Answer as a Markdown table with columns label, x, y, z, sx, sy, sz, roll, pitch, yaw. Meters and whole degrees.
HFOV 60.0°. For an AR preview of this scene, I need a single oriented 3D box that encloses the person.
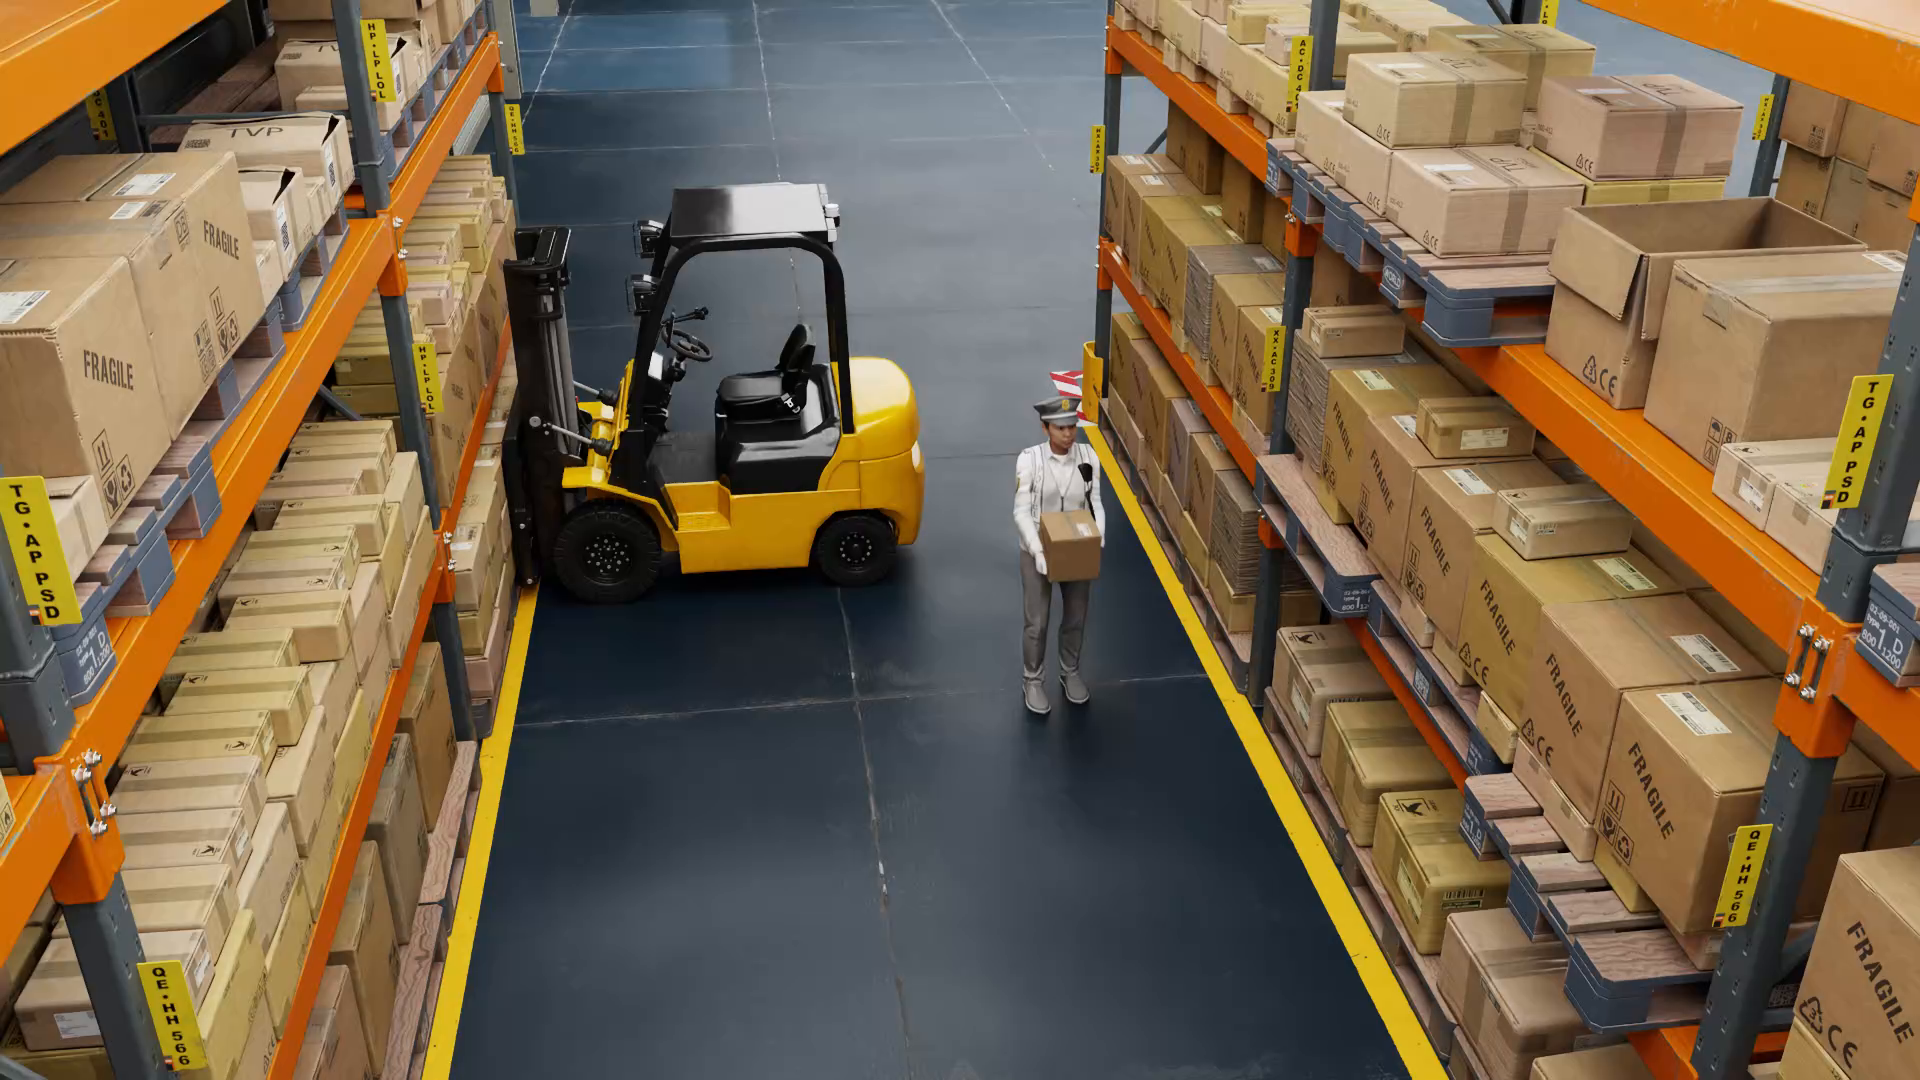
| label | x | y | z | sx | sy | sz | roll | pitch | yaw |
| --- | --- | --- | --- | --- | --- | --- | --- | --- | --- |
| person | 0.499 | 0.085 | 8.430 | 0.459 | 1.686 | 0.553 | -5 | 28 | -10 |
